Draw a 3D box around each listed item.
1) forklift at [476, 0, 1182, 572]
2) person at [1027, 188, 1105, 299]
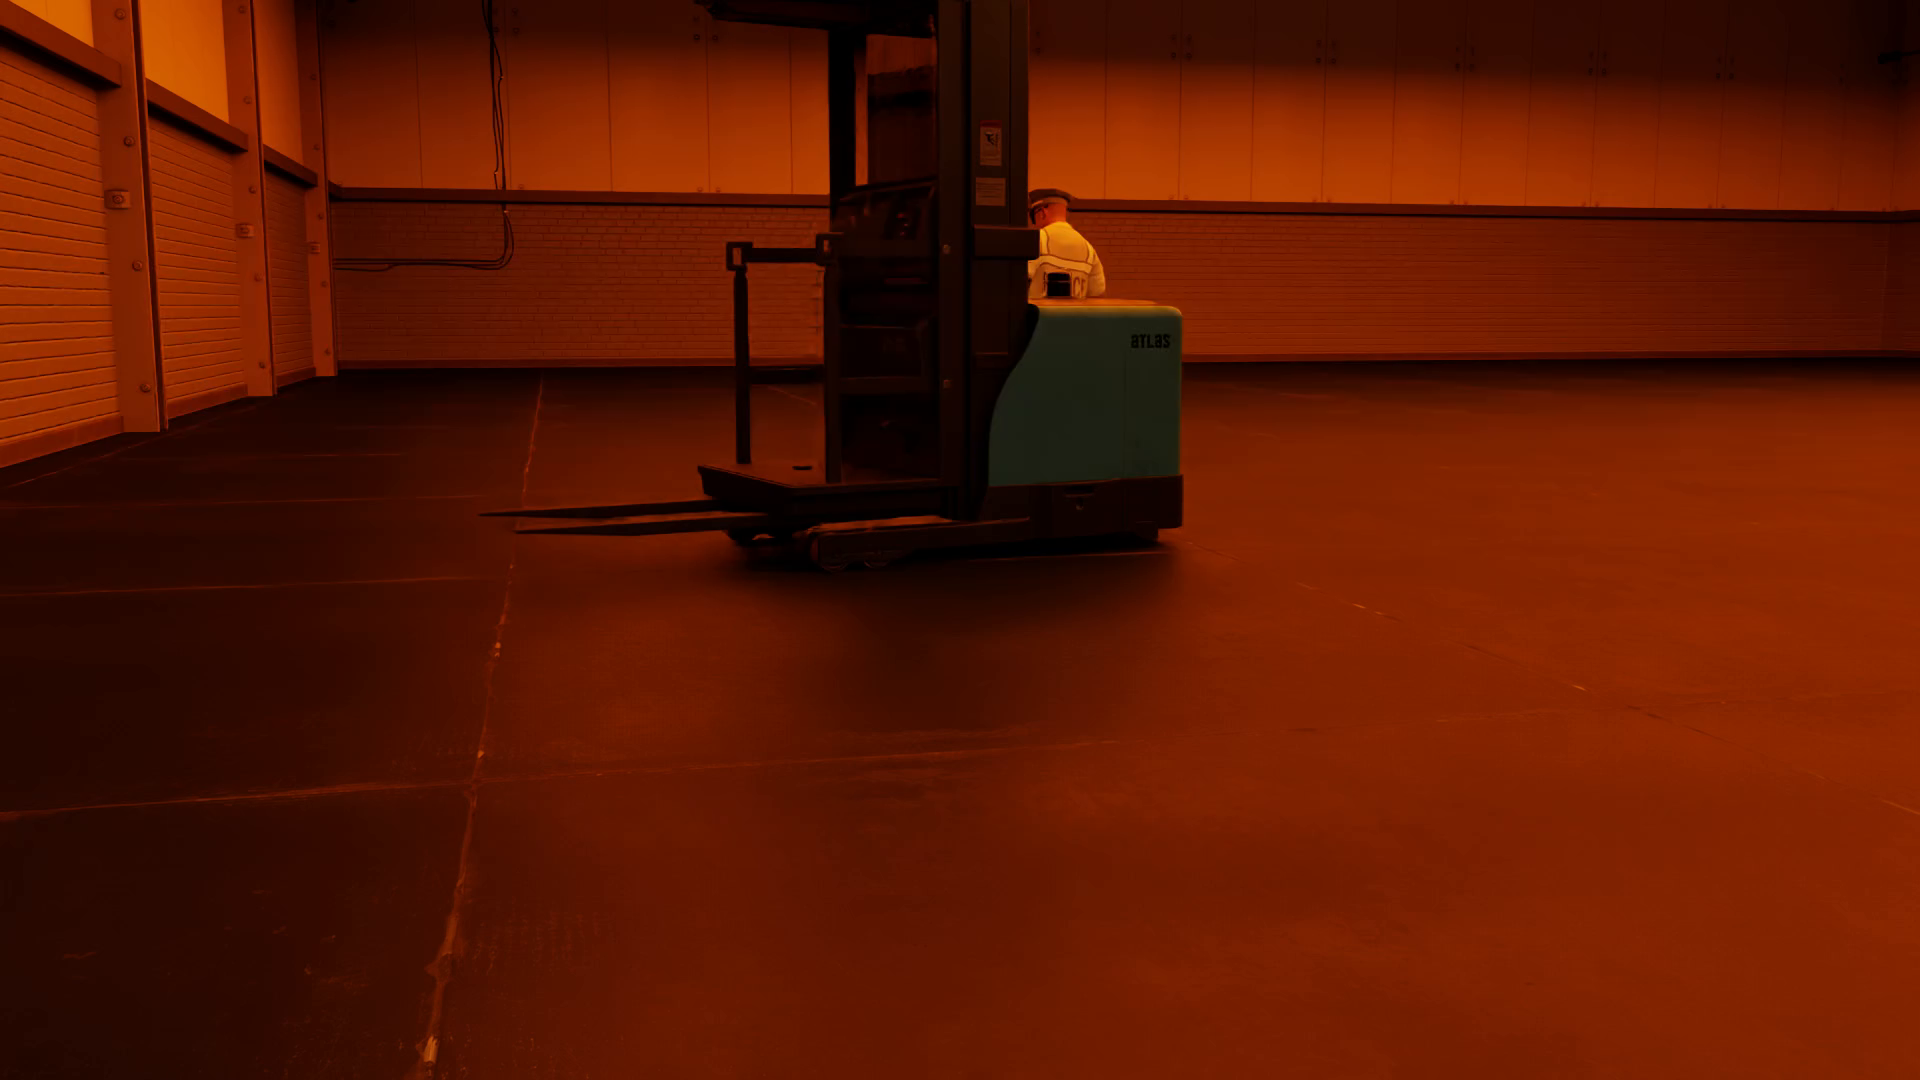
[{"bbox_3d":[-0.522,-1.403,7.160,3.031,2.935,1.130,-4,9,-29],"label":"forklift"},{"bbox_3d":[0.477,-1.069,9.171,0.873,1.716,0.406,-5,10,-34],"label":"person"}]
